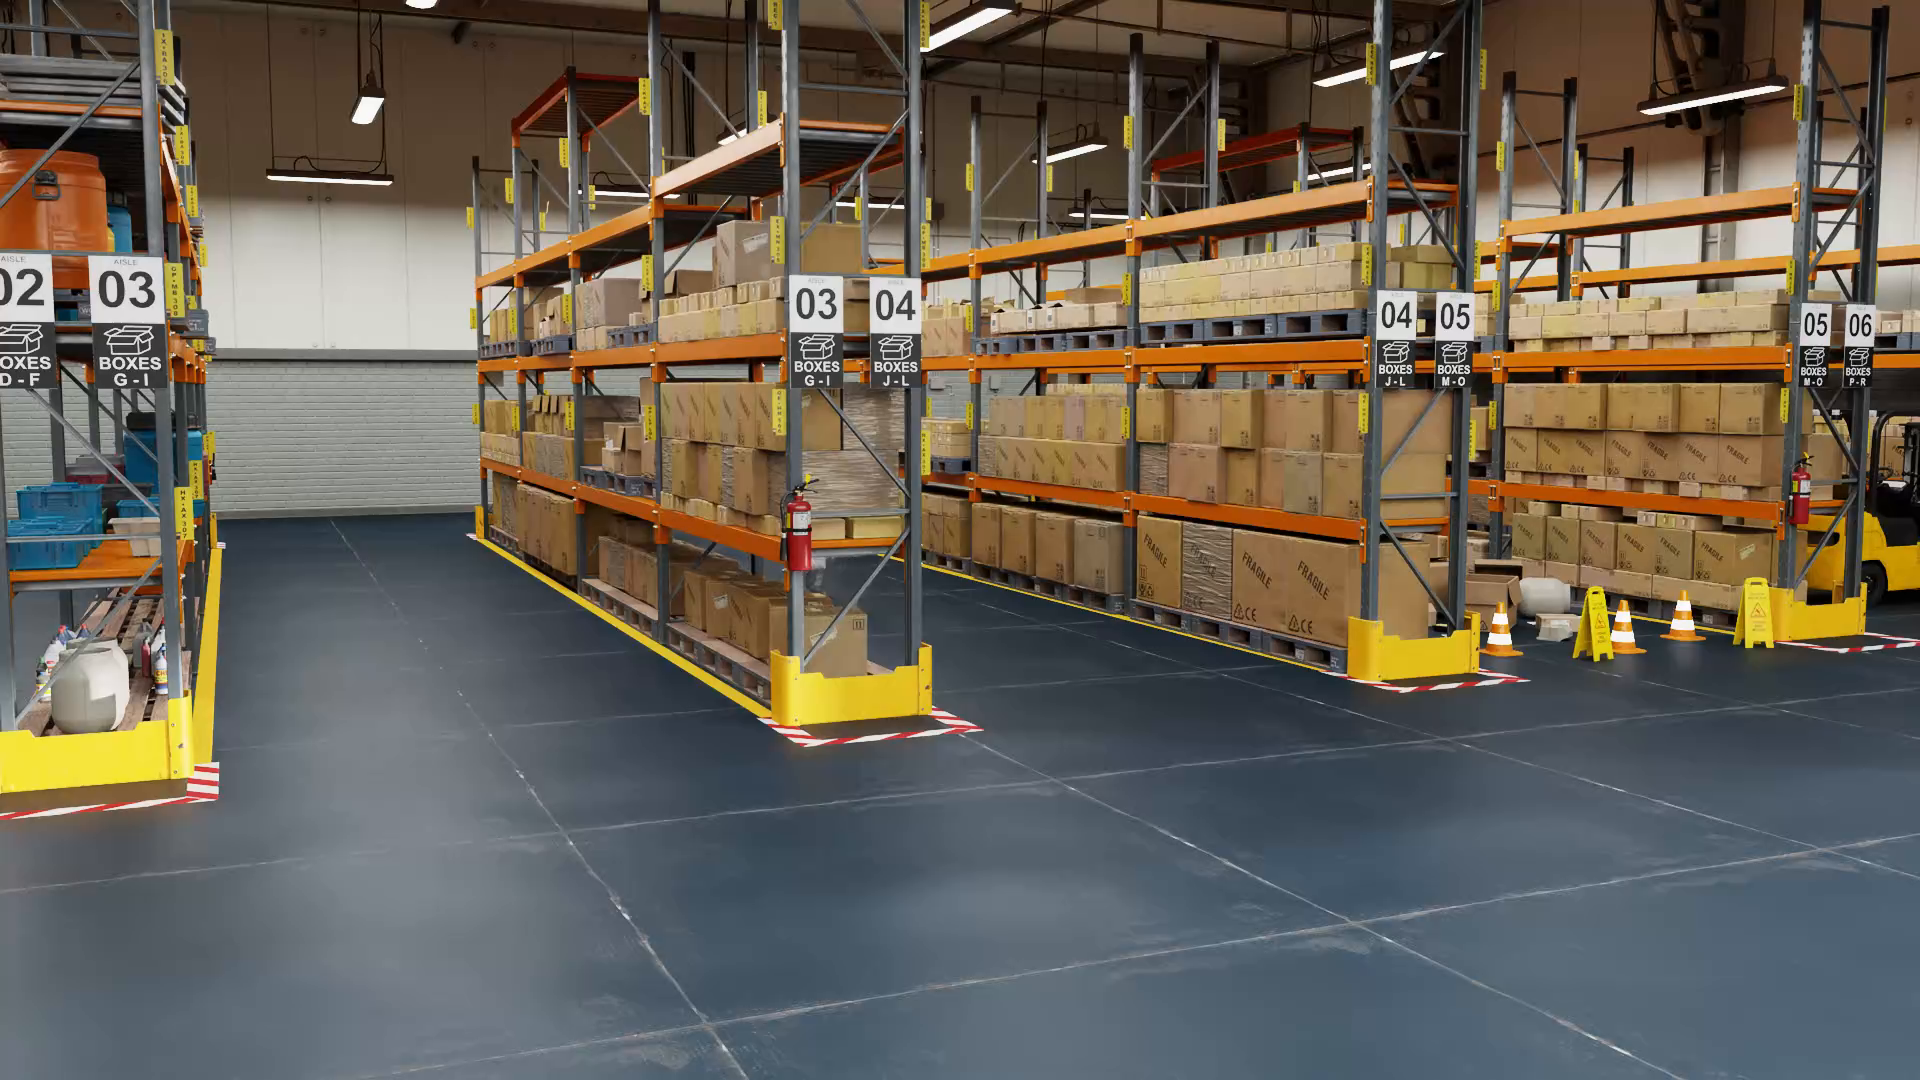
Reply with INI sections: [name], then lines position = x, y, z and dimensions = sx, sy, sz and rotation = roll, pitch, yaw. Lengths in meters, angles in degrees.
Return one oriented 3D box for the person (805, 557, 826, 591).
[person]
position = -1.685, -0.289, 19.401
dimensions = 0.588, 1.781, 0.547
rotation = -2, 6, -17
